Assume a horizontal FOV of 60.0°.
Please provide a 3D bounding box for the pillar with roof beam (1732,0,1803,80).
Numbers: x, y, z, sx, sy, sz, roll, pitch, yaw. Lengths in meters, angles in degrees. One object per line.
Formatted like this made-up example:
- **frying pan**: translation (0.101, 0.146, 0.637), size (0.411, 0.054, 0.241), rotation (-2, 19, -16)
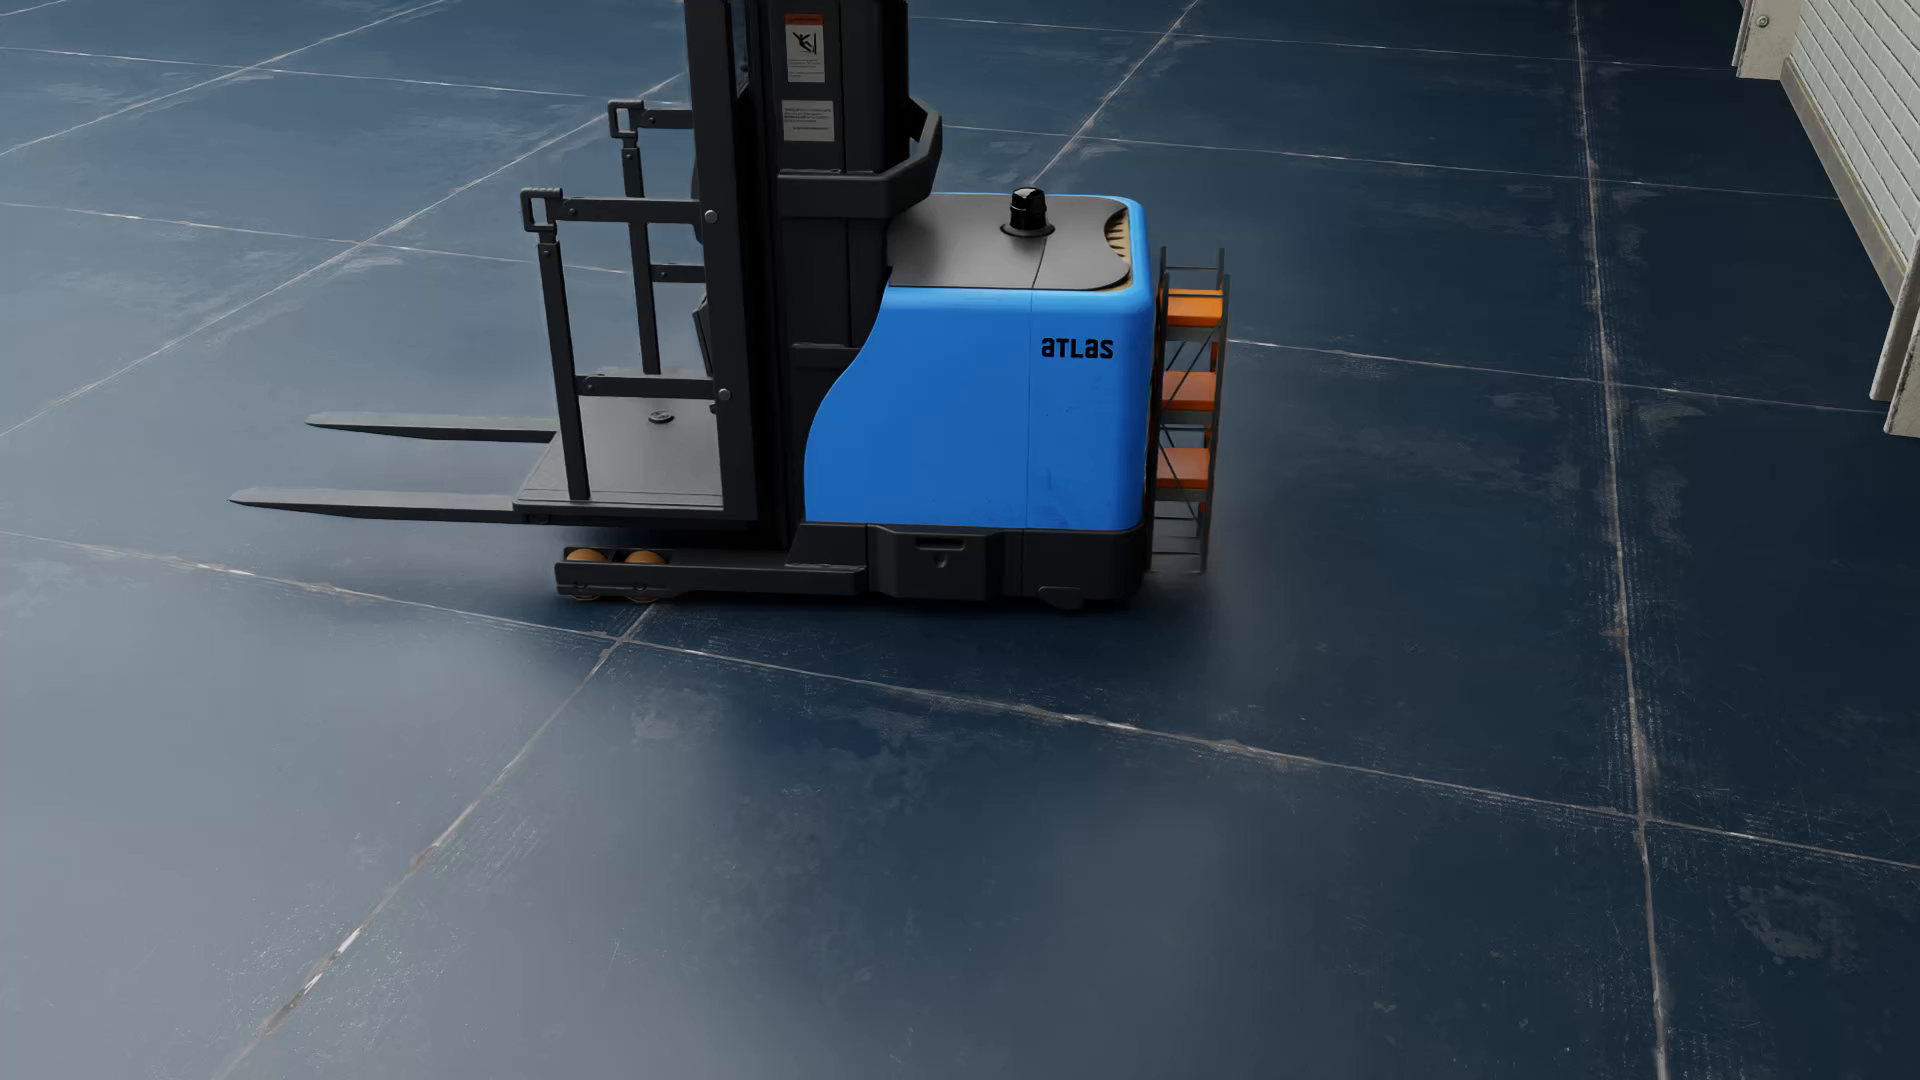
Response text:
- **pillar with roof beam**: translation (1.469, -7.821, 10.552), size (9.100, 9.000, 0.400), rotation (8, 30, 15)

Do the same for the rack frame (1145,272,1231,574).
- **rack frame**: translation (0.719, -0.350, 5.298), size (0.200, 1.050, 0.008), rotation (2, 29, 3)

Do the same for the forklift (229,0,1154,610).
- **forklift**: translation (-0.900, -1.330, 5.126), size (3.031, 2.935, 1.130), rotation (2, 29, 3)

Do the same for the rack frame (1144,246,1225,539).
- **rack frame**: translation (0.736, -0.468, 5.511), size (0.200, 1.050, 0.008), rotation (2, 29, 3)

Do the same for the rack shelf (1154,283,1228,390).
- **rack shelf**: translation (0.728, -0.647, 5.272), size (0.215, 0.259, 0.240), rotation (2, 29, 3)

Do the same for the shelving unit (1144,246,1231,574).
- **shelving unit**: translation (0.728, -0.409, 5.405), size (0.215, 1.050, 0.252), rotation (2, 29, 3)

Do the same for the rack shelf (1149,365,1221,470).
- **rack shelf**: translation (0.728, -0.399, 5.410), size (0.215, 0.259, 0.240), rotation (2, 29, 3)

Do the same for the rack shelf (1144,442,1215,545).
- **rack shelf**: translation (0.728, -0.157, 5.545), size (0.215, 0.259, 0.240), rotation (2, 29, 3)

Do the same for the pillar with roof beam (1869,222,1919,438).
- **pillar with roof beam**: translation (-0.292, -5.033, 5.540), size (9.100, 9.000, 0.400), rotation (8, 30, 15)
